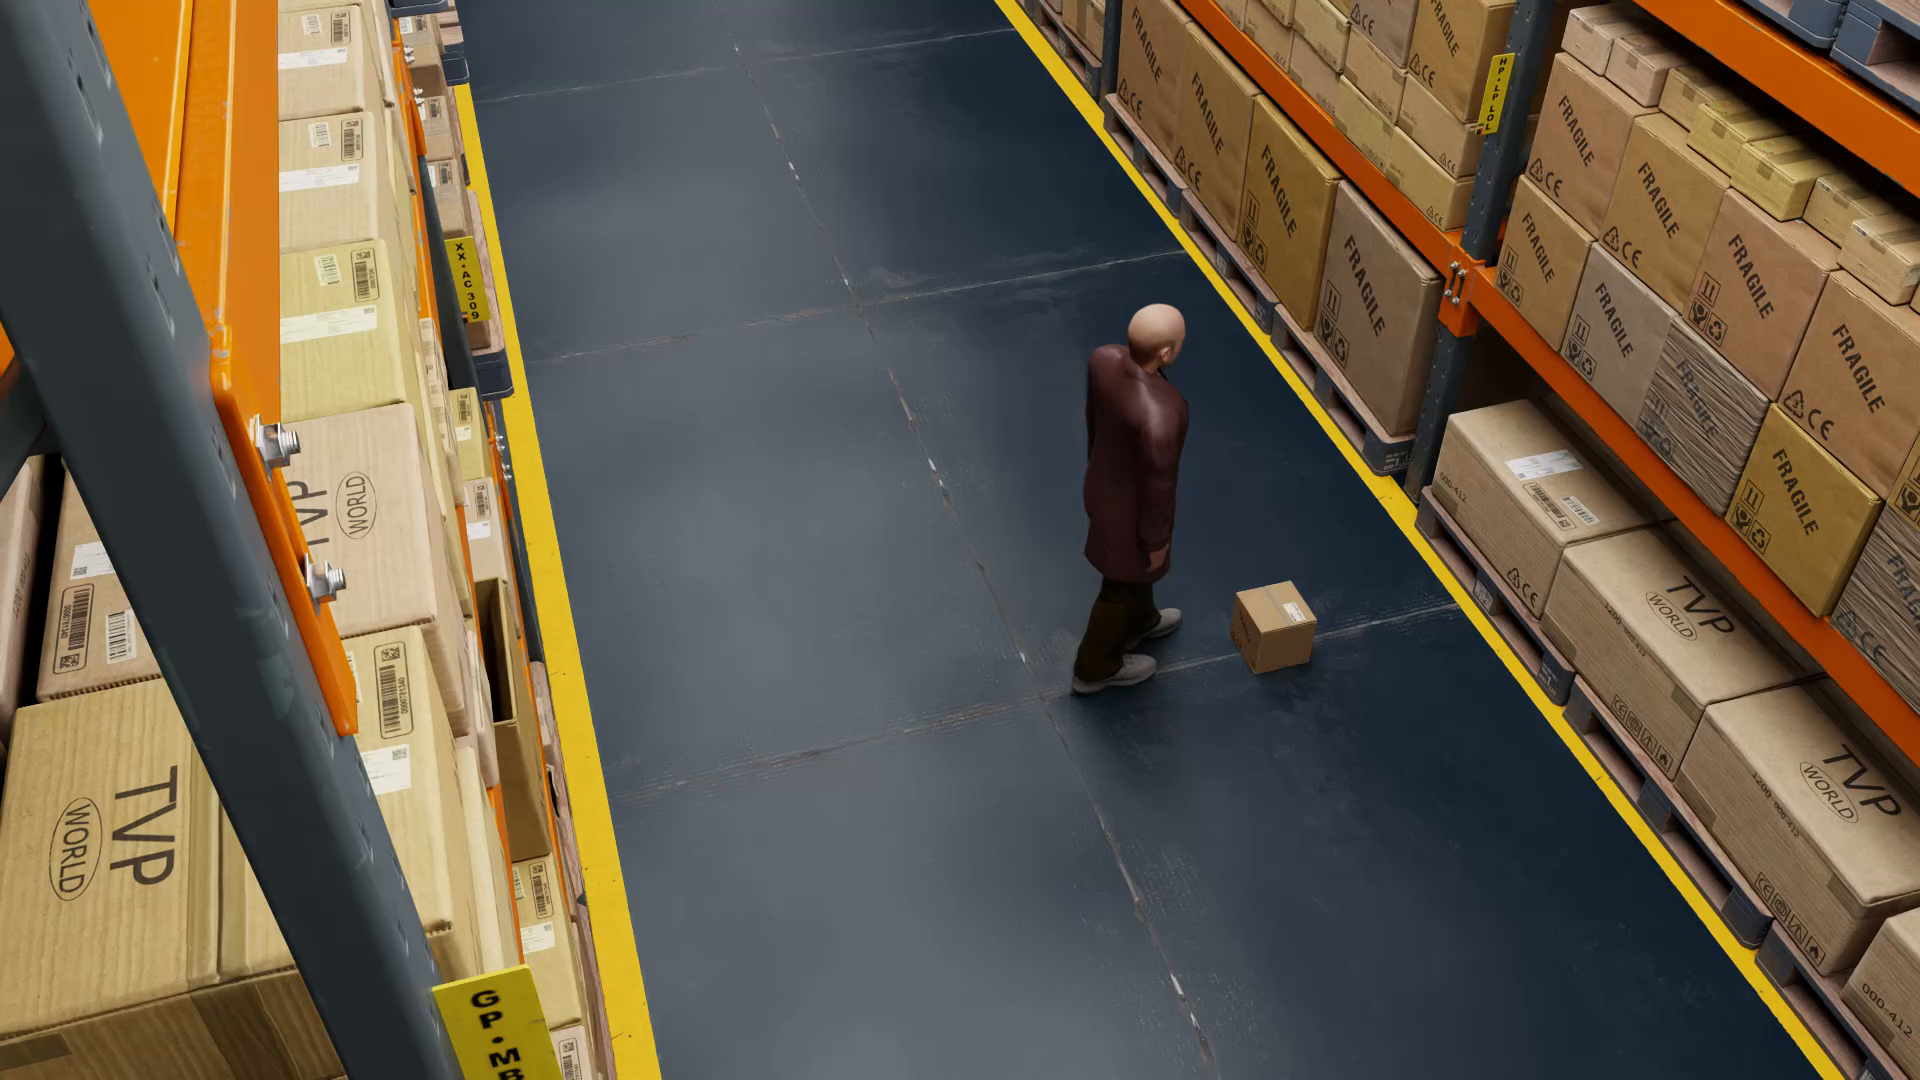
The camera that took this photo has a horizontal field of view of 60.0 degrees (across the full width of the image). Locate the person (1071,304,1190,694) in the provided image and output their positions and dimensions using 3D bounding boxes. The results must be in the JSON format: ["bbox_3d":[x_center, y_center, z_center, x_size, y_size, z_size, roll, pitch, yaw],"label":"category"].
[{"bbox_3d":[0.717,-0.168,6.355,0.601,1.783,0.609,-14,44,-16],"label":"person"}]
